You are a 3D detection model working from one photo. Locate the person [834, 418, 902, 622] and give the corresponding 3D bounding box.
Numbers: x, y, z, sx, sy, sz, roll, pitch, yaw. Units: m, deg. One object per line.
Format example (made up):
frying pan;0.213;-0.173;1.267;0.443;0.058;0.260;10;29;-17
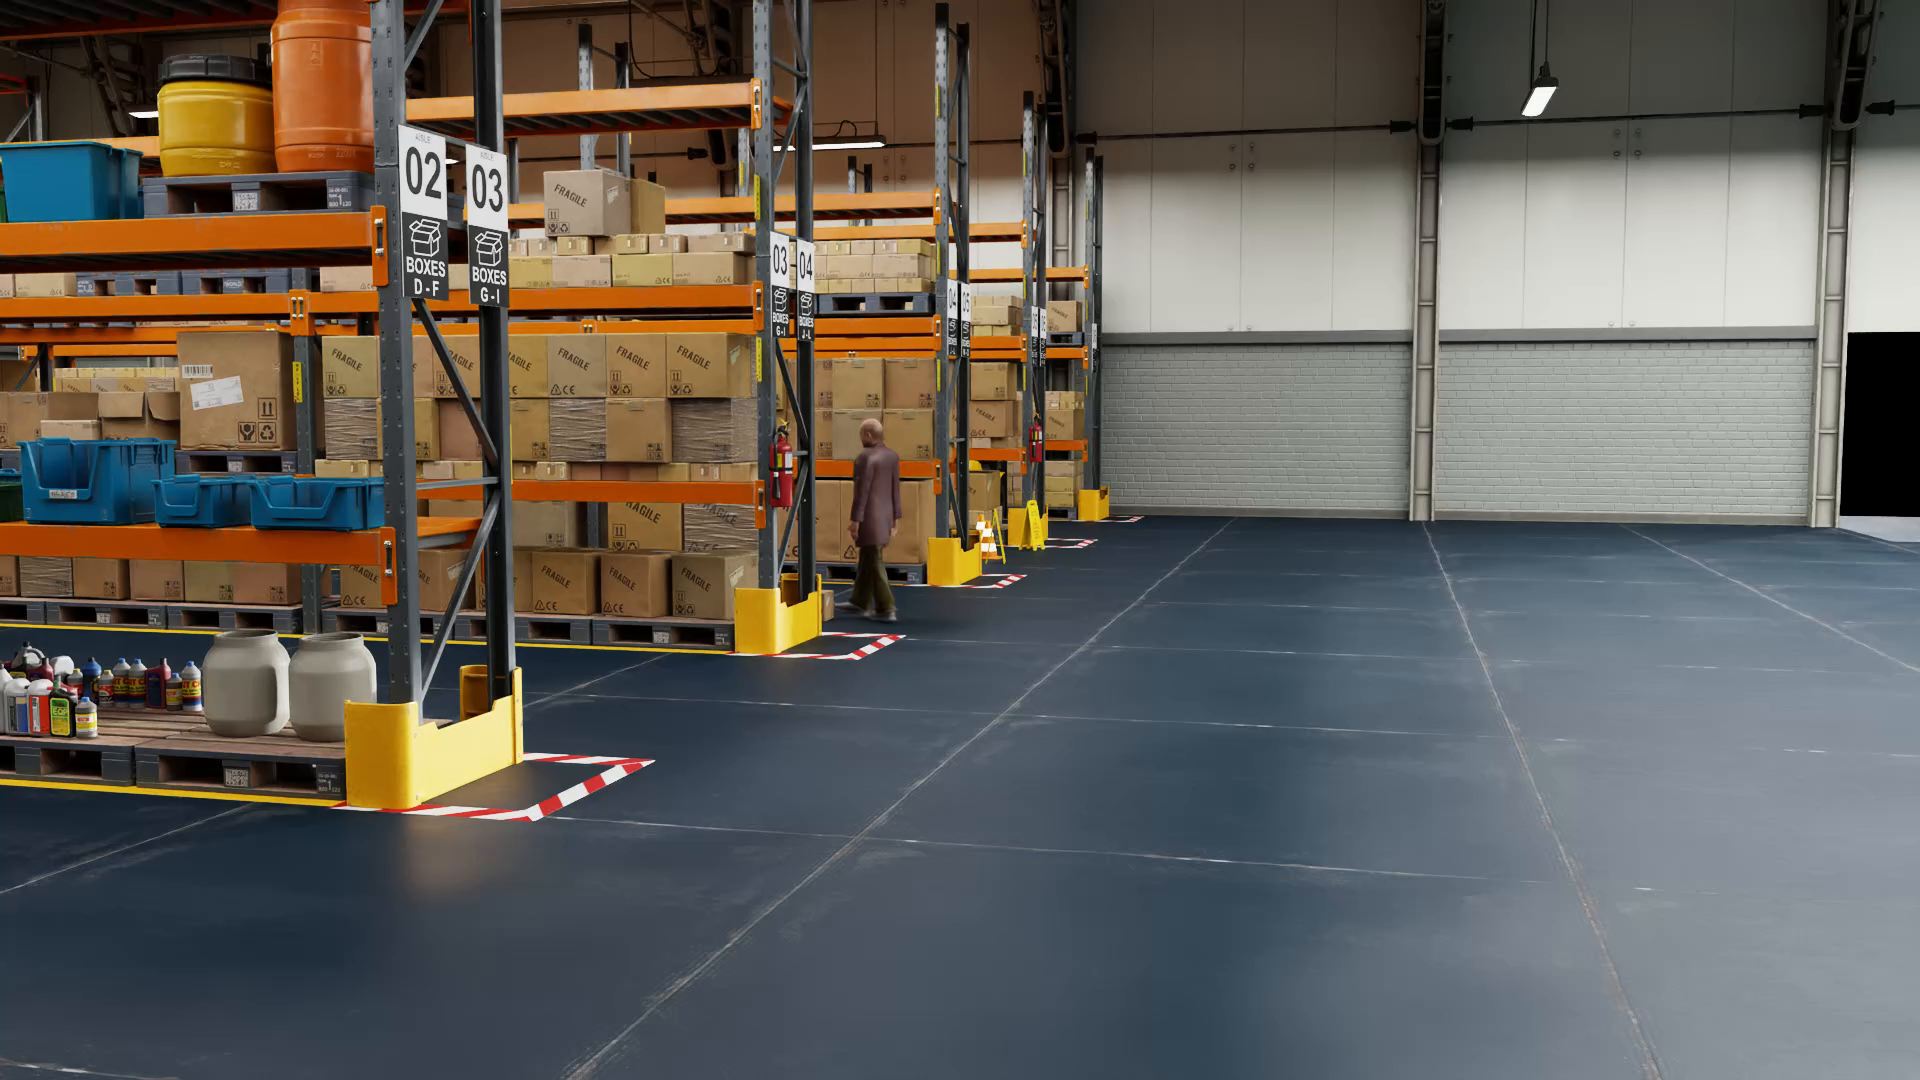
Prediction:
person;-0.853;-0.180;14.596;0.754;1.770;0.599;3;5;31
